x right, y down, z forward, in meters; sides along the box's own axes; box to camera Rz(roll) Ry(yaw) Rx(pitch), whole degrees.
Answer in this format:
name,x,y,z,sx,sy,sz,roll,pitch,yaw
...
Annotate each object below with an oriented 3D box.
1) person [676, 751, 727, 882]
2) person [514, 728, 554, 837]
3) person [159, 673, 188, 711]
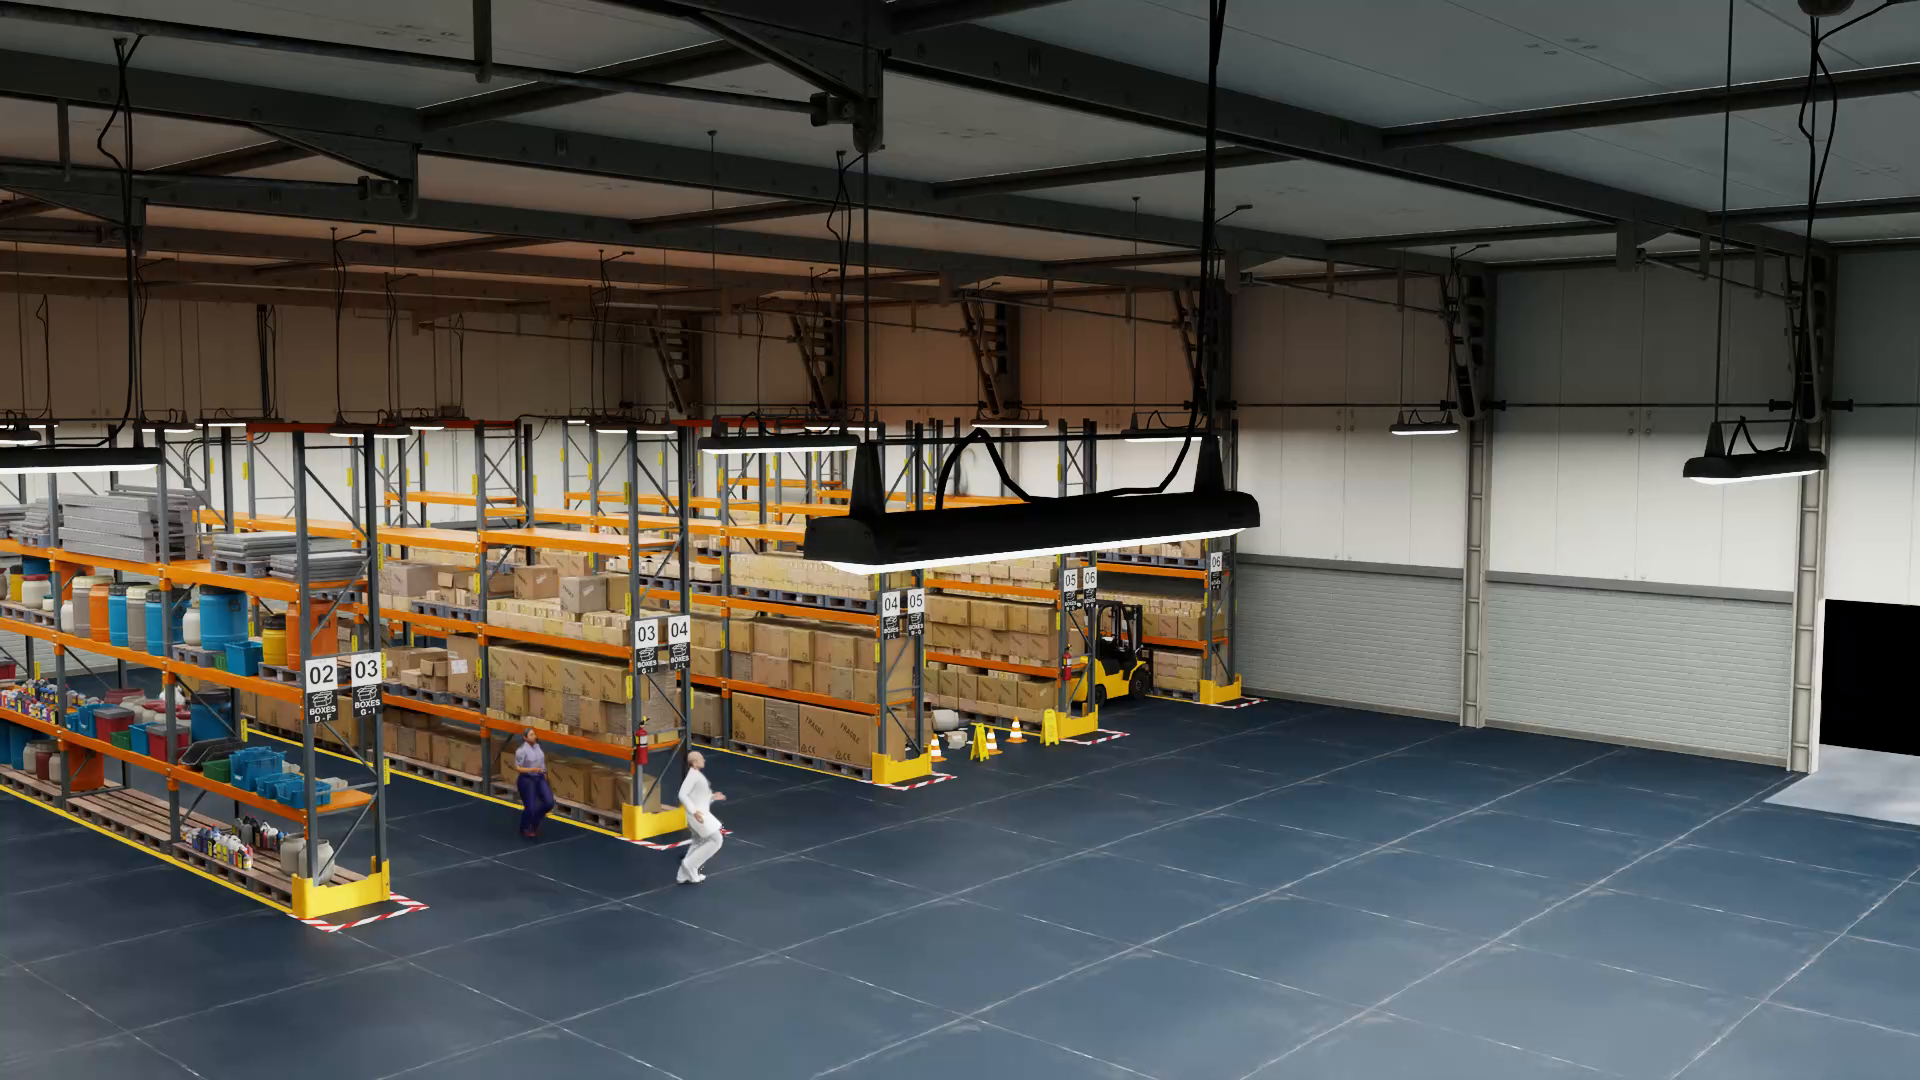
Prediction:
name,x,y,z,sx,sy,sz,roll,pitch,yaw
person,-3.416,3.655,21.970,0.677,1.742,0.696,-1,5,-14
person,-6.189,3.542,24.227,0.583,1.623,0.590,3,6,33
person,-13.615,3.153,28.789,0.767,1.741,0.524,4,6,37
